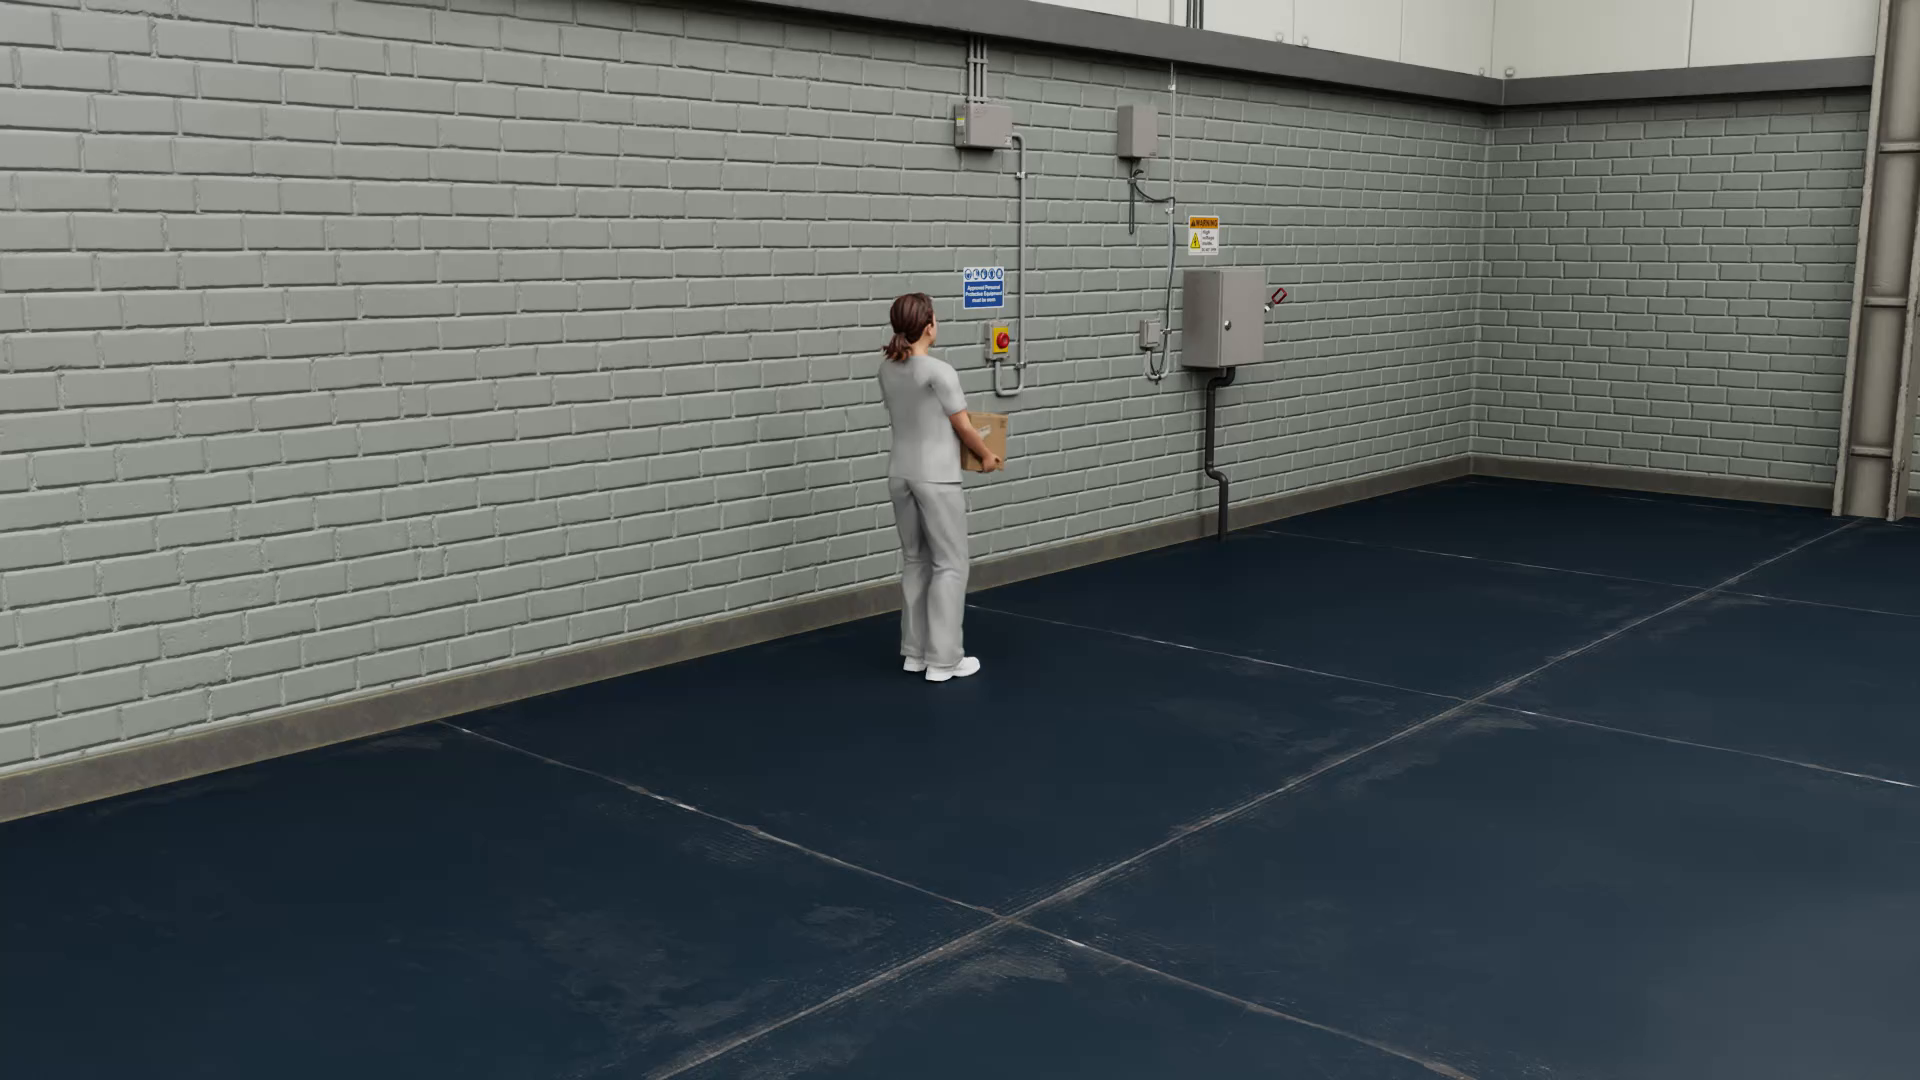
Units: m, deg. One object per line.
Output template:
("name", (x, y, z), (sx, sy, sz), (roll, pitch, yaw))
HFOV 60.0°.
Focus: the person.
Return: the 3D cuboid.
("person", (-0.105, -0.240, 7.259), (0.447, 1.667, 0.548), (9, 14, 40))
